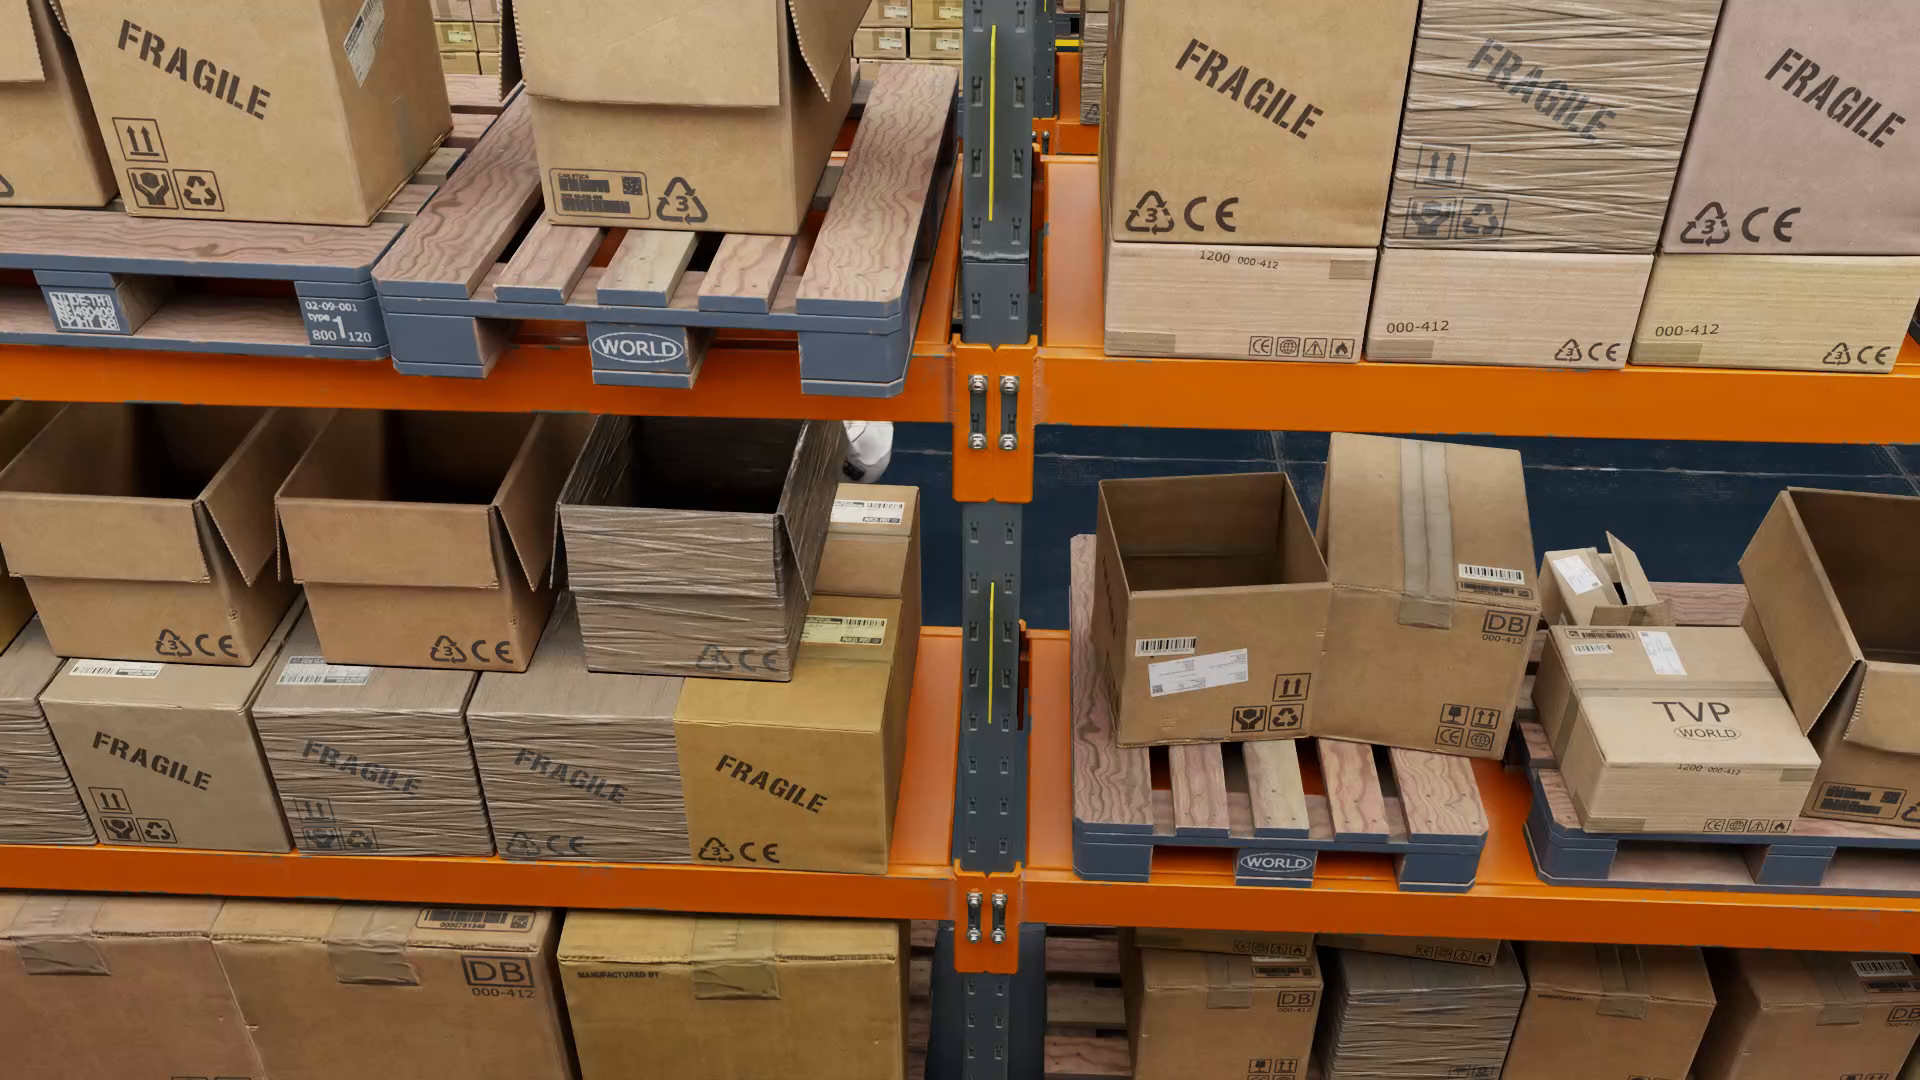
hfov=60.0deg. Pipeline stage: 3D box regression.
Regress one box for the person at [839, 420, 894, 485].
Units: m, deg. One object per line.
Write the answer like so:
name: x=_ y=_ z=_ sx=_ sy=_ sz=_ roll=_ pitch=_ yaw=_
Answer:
person: x=-0.687 y=-0.349 z=7.081 sx=0.803 sy=1.139 sz=0.516 roll=1 pitch=36 yaw=2
